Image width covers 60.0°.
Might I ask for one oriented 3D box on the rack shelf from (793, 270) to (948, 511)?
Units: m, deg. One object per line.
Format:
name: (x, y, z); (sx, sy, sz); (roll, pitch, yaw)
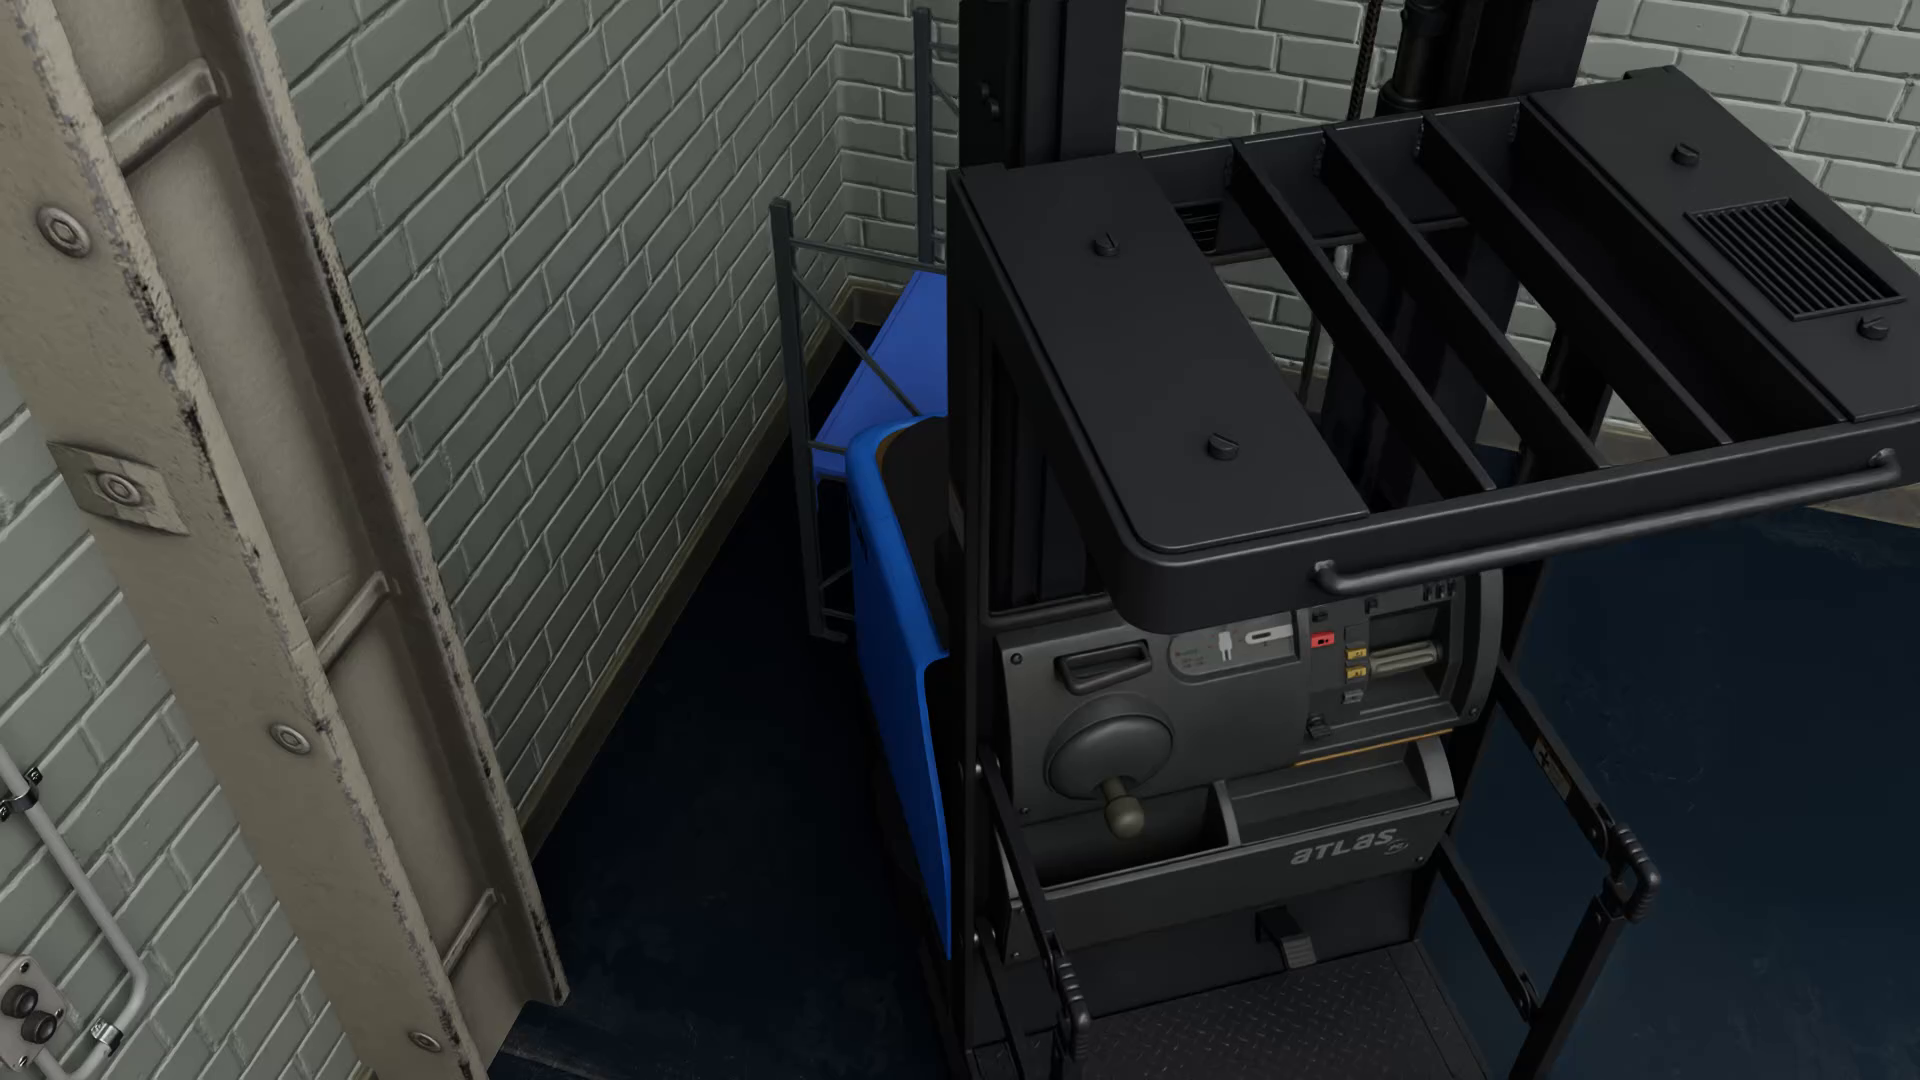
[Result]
rack shelf: (-0.047, -0.418, 4.862); (0.538, 0.185, 1.000); (13, 46, 13)

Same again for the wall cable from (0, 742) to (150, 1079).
wall cable: (-1.675, 0.702, 1.662); (0.084, 1.984, 1.851); (13, 46, 13)

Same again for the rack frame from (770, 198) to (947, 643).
rack frame: (-0.206, -0.209, 4.391); (0.500, 1.500, 0.032); (13, 46, 13)

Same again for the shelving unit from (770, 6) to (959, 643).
shelving unit: (-0.047, -0.547, 4.736); (0.538, 1.500, 1.048); (13, 46, 13)

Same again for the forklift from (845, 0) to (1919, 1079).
forklift: (0.584, 0.355, 2.792); (1.130, 2.935, 3.031); (-11, 45, -11)

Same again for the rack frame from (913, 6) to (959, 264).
rack frame: (0.113, -0.884, 5.081); (0.500, 1.500, 0.032); (13, 46, 13)
